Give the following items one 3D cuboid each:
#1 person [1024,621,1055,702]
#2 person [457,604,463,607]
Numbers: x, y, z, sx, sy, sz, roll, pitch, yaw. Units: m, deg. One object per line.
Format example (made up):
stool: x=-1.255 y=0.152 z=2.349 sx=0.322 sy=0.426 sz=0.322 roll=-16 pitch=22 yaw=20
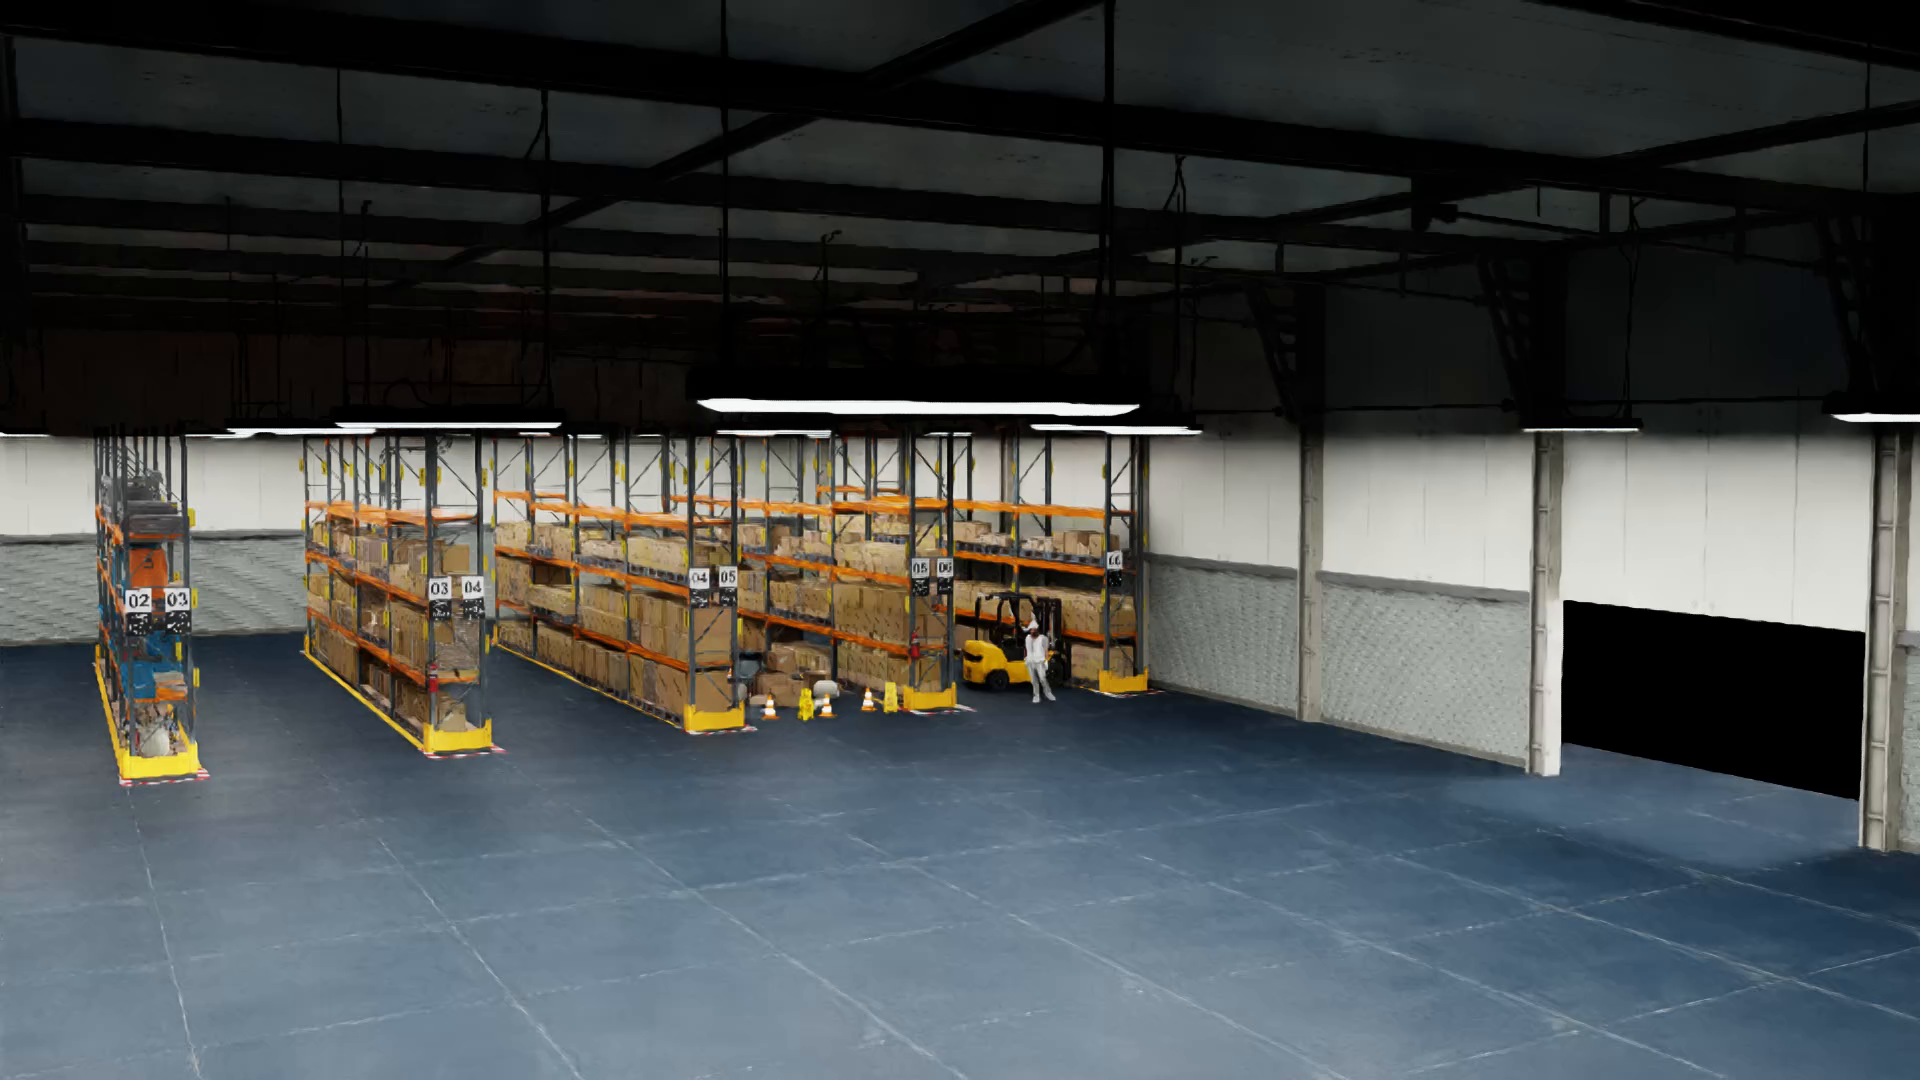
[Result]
person: x=1.712 y=2.638 z=36.085 sx=0.712 sy=1.776 sz=0.463 roll=2 pitch=4 yaw=27
person: x=-14.651 y=1.948 z=49.203 sx=0.478 sy=1.566 sz=1.004 roll=-1 pitch=4 yaw=-19
